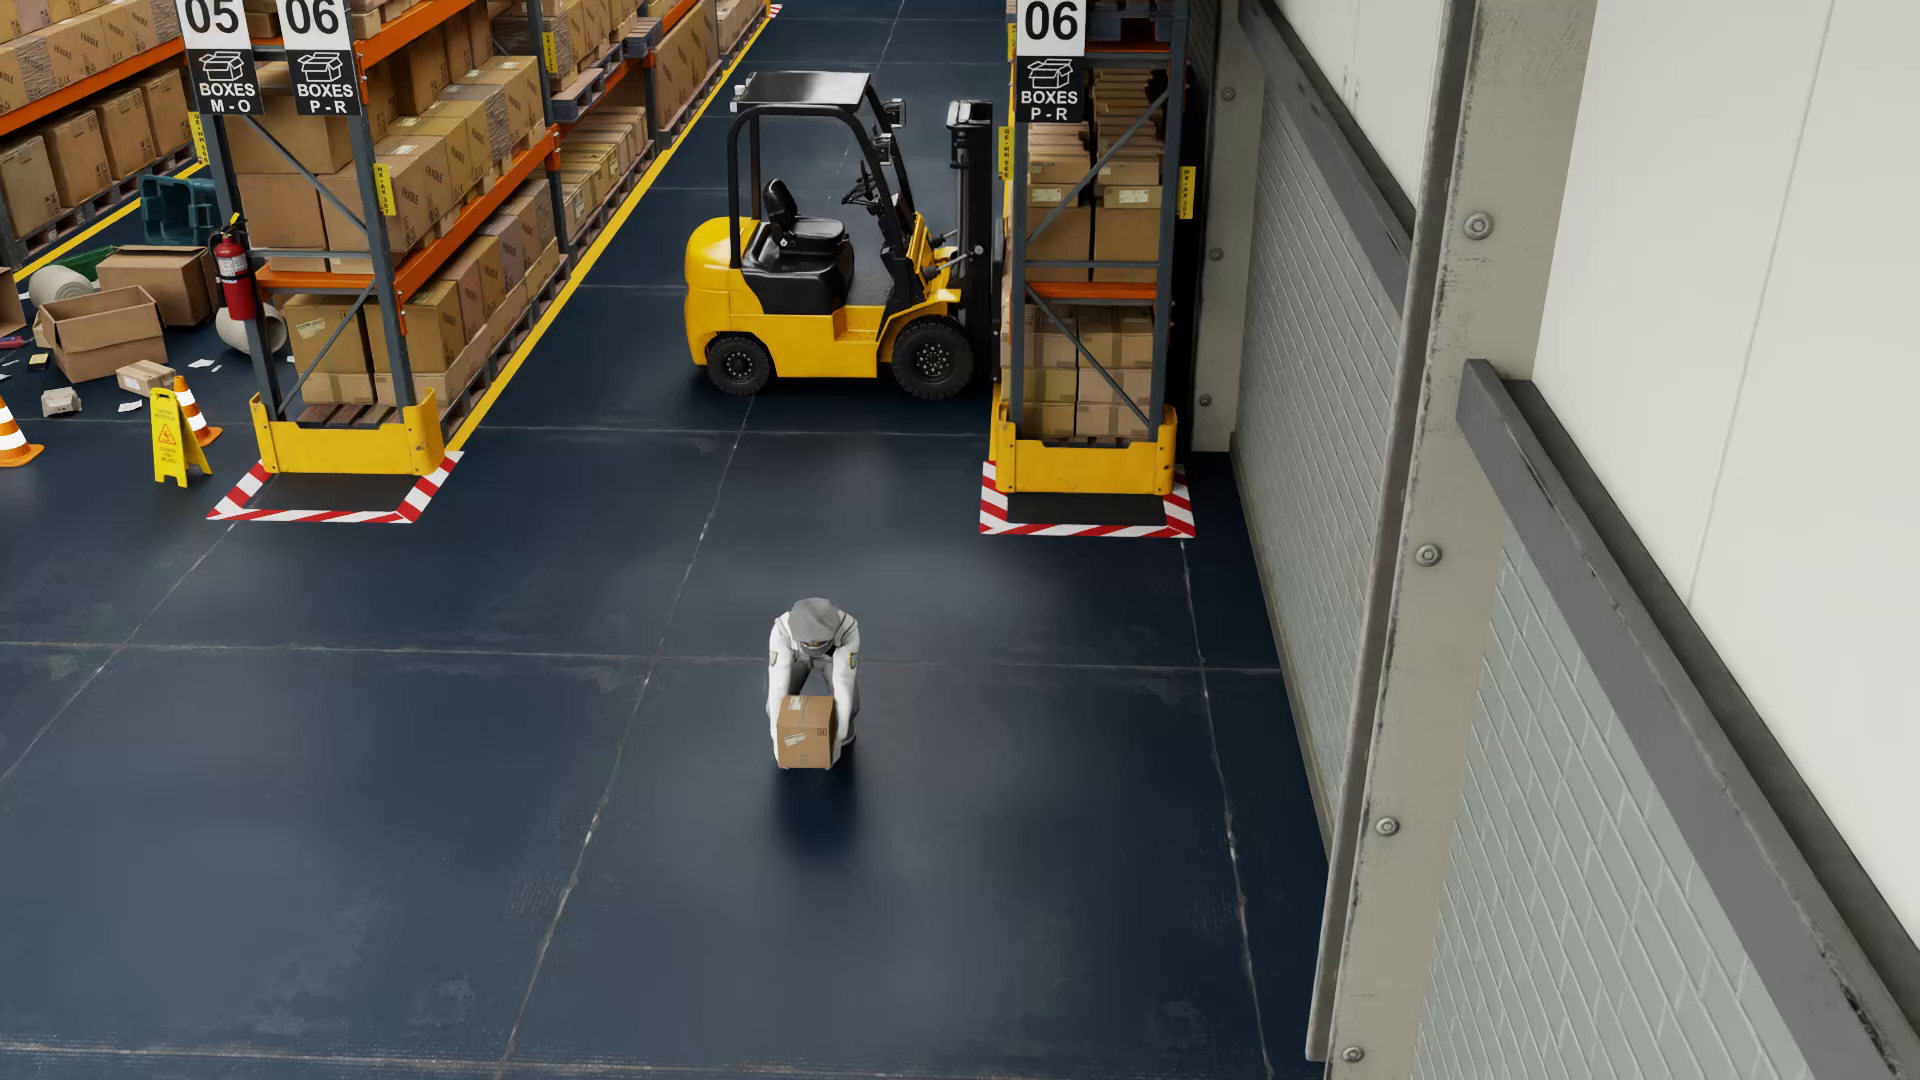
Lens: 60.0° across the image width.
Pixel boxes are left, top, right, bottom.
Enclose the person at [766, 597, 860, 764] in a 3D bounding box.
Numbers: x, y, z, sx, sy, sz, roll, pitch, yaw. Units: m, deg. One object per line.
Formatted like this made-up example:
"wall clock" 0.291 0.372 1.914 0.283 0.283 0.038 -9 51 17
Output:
"person" -0.720 0.628 8.194 0.471 0.976 0.844 0 28 1
